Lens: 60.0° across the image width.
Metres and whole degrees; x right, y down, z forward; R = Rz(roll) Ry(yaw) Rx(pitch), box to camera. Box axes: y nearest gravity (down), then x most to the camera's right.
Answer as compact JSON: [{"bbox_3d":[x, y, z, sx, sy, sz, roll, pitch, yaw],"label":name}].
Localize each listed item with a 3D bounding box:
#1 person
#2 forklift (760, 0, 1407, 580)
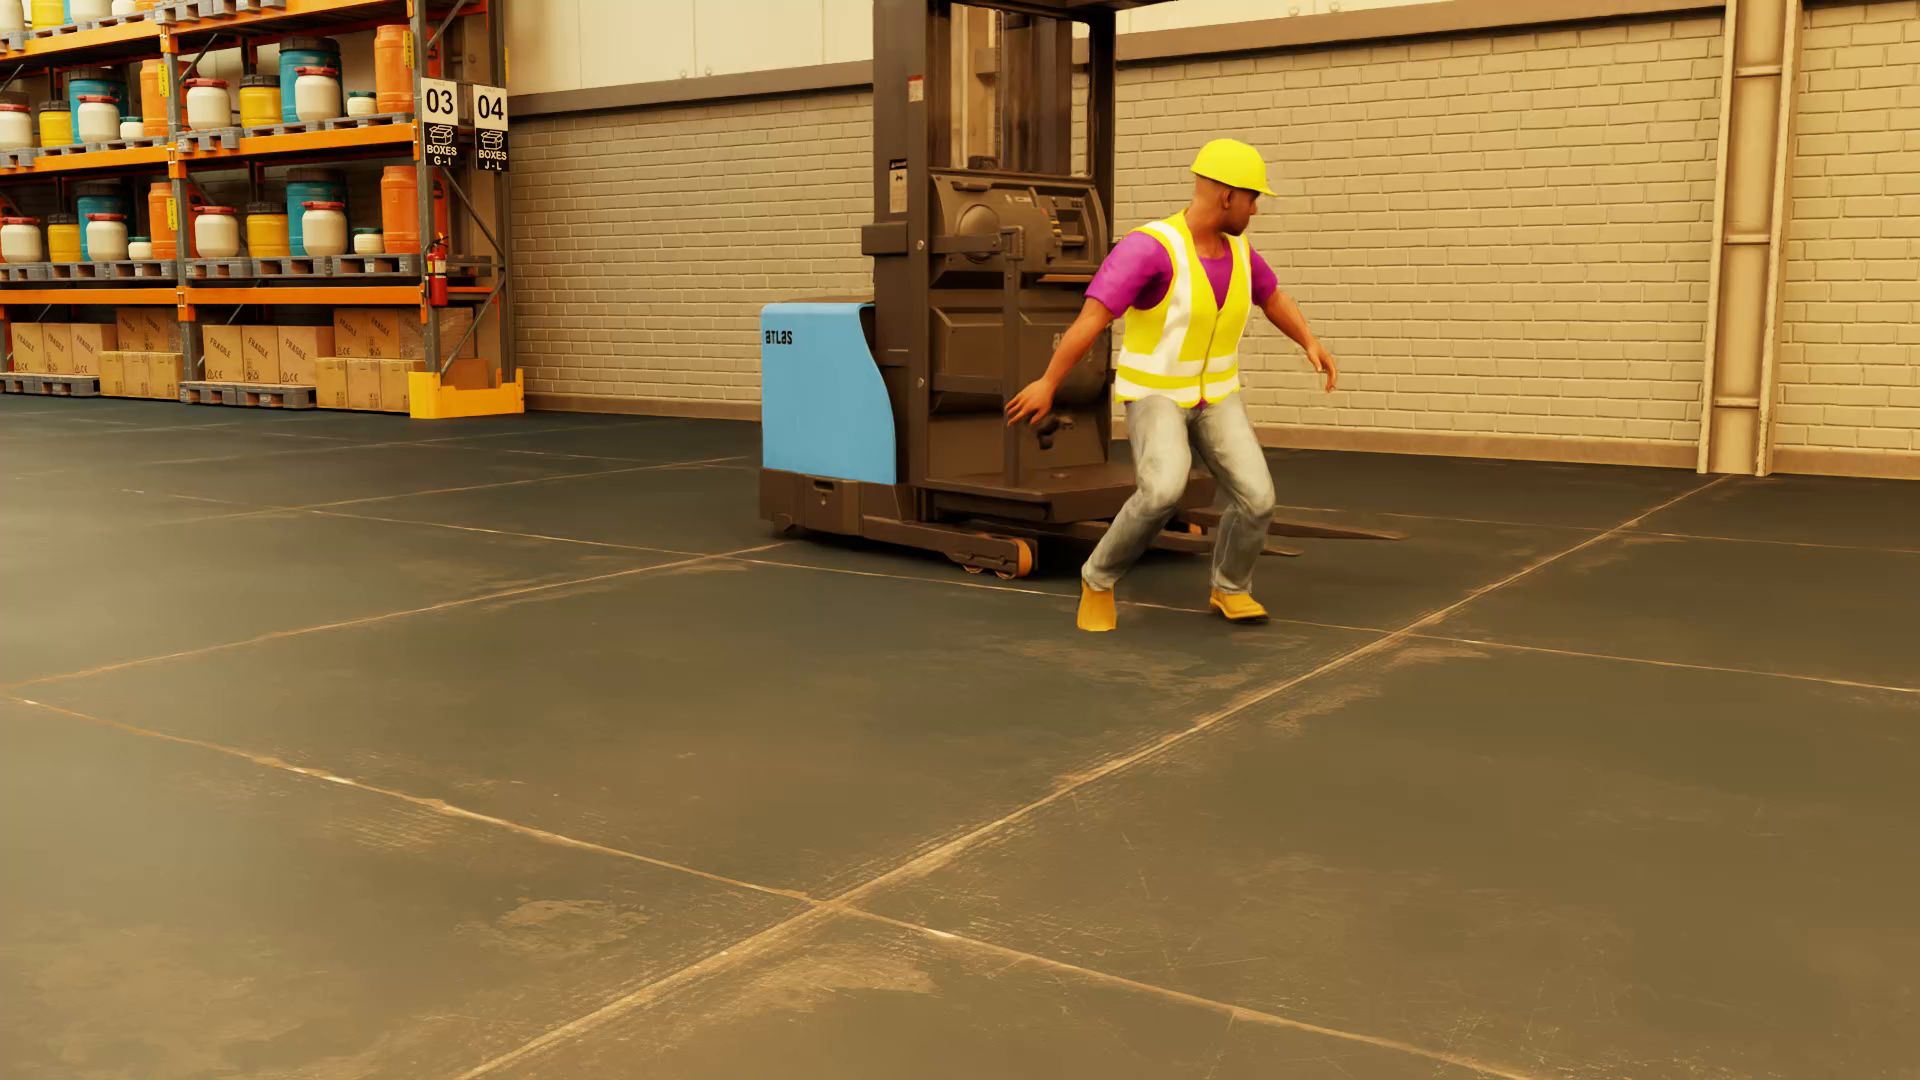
[{"bbox_3d":[0.697,-0.456,5.424,1.049,1.652,0.507,-4,9,-26],"label":"person"},{"bbox_3d":[0.402,-1.373,6.845,1.130,2.935,3.031,-7,11,-40],"label":"forklift"}]
